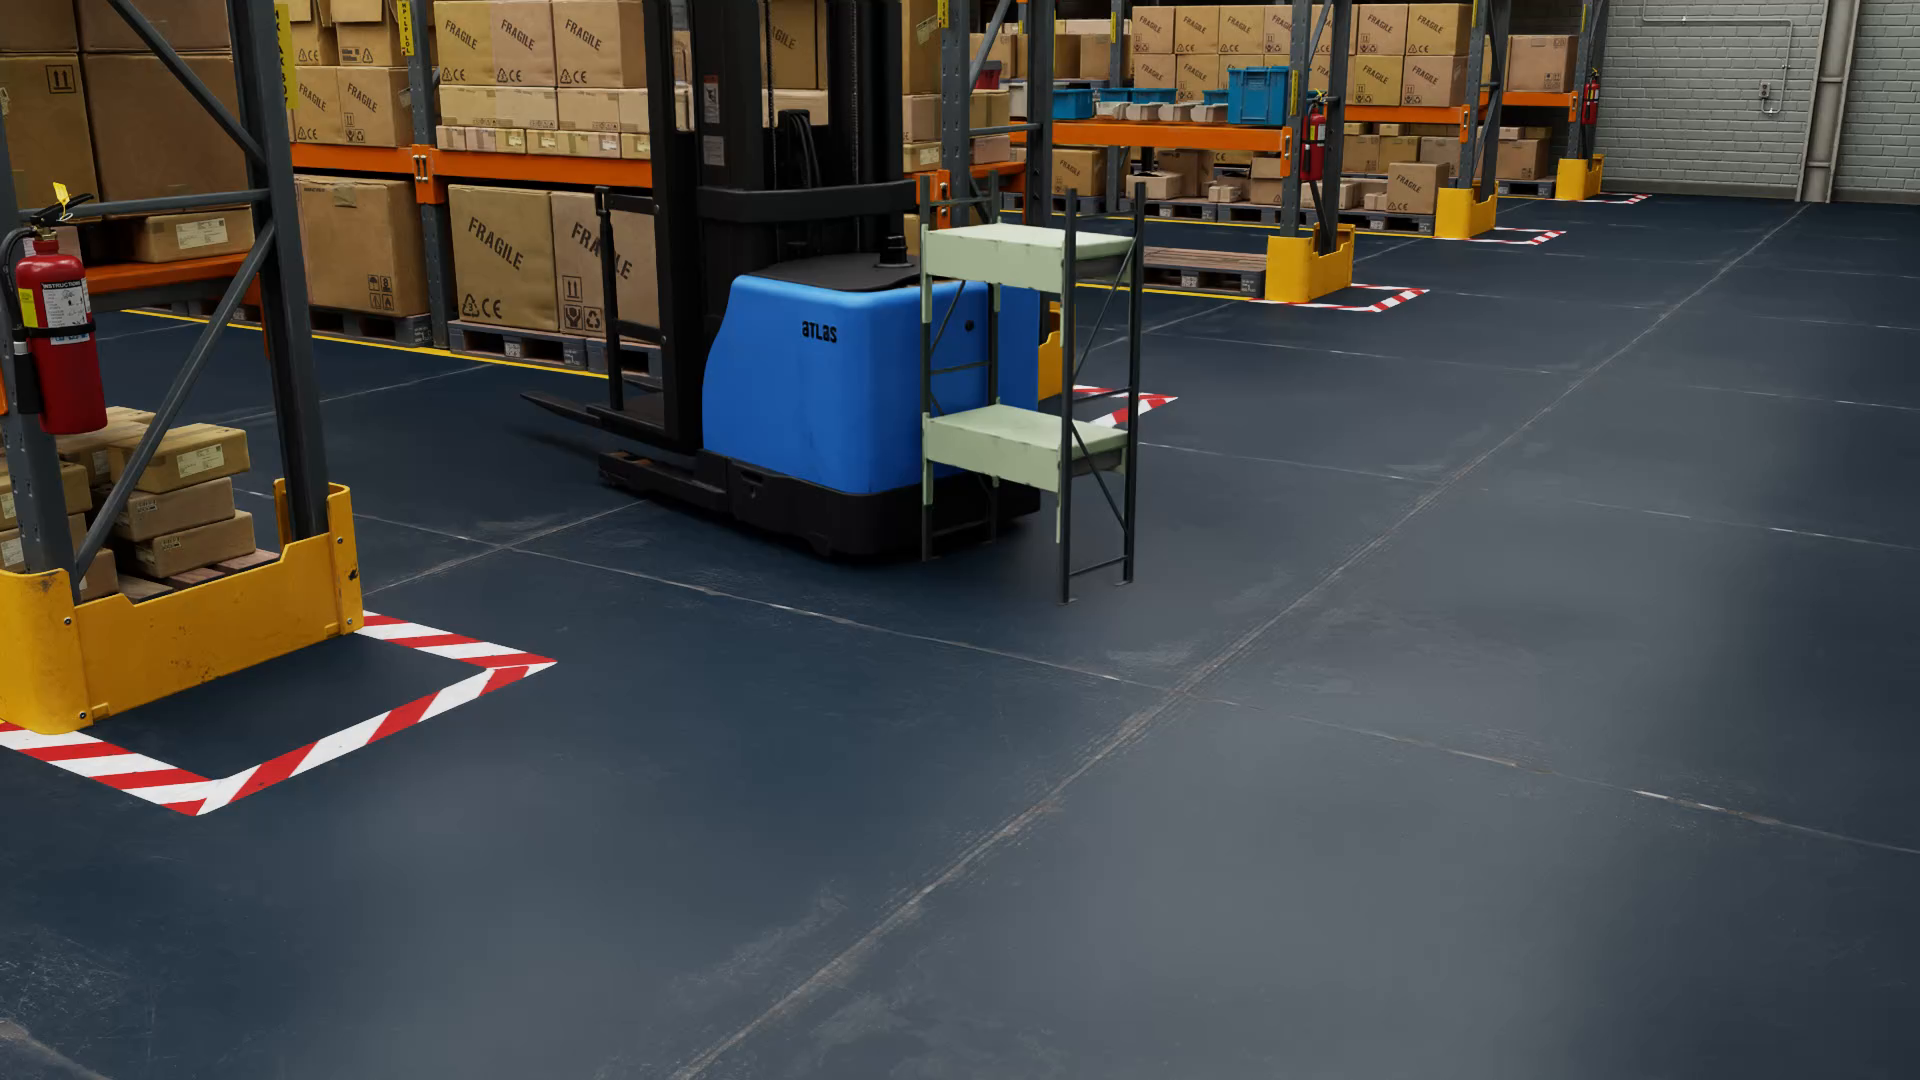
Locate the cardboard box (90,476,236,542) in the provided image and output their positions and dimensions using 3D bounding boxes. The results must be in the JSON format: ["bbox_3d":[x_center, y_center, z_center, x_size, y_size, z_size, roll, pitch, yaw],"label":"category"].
[{"bbox_3d":[-2.781,-0.127,5.809,0.250,0.149,0.380,11,20,32],"label":"cardboard box"}]

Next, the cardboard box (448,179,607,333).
[{"bbox_3d":[-2.675,-1.890,10.875,0.875,0.875,0.875,10,20,30],"label":"cardboard box"}]

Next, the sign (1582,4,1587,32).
[{"bbox_3d":[7.694,-6.433,20.498,0.005,0.325,0.100,10,20,30],"label":"sign"}]

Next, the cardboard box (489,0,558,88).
[{"bbox_3d":[-2.505,-3.042,10.192,0.500,0.500,0.500,10,20,30],"label":"cardboard box"}]

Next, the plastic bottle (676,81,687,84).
[{"bbox_3d":[-2.630,-4.245,15.908,0.135,0.276,0.152,10,20,30],"label":"plastic bottle"}]

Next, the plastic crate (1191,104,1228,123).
[{"bbox_3d":[2.016,-3.426,13.349,0.243,0.136,0.396,10,20,30],"label":"plastic crate"}]

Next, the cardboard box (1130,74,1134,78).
[{"bbox_3d":[2.645,-6.666,24.063,0.250,0.149,0.380,10,20,30],"label":"cardboard box"}]

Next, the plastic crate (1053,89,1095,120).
[{"bbox_3d":[0.921,-3.642,13.894,0.300,0.233,0.416,10,20,30],"label":"plastic crate"}]

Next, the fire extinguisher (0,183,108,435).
[{"bbox_3d":[-2.496,-0.636,4.590,0.183,0.674,0.296,10,20,30],"label":"fire extinguisher"}]

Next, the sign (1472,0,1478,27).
[{"bbox_3d":[5.093,-5.241,16.439,0.005,0.325,0.100,10,20,30],"label":"sign"}]

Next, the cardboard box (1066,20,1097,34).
[{"bbox_3d":[1.883,-7.459,24.266,0.500,0.250,0.500,10,19,29],"label":"cardboard box"}]

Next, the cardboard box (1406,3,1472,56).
[{"bbox_3d":[4.878,-5.196,16.934,0.500,0.500,0.500,10,20,30],"label":"cardboard box"}]

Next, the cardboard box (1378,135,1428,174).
[{"bbox_3d":[6.028,-5.216,22.470,0.500,0.500,0.700,11,20,31],"label":"cardboard box"}]

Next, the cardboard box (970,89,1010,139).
[{"bbox_3d":[-0.055,-2.428,9.459,0.500,0.250,0.500,10,19,29],"label":"cardboard box"}]

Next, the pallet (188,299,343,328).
[{"bbox_3d":[-4.936,-1.776,12.364,1.213,0.211,1.003,10,20,30],"label":"pallet"}]

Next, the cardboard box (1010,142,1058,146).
[{"bbox_3d":[0.855,-4.938,20.230,0.500,0.250,0.500,10,20,30],"label":"cardboard box"}]

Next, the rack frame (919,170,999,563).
[{"bbox_3d":[-0.001,-0.669,6.504,0.400,1.500,0.023,-16,23,-42],"label":"rack frame"}]

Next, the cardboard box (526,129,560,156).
[{"bbox_3d":[-2.444,-2.459,10.247,0.250,0.149,0.380,10,19,29],"label":"cardboard box"}]

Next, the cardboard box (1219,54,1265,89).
[{"bbox_3d":[3.147,-5.028,18.100,0.500,0.500,0.500,10,20,30],"label":"cardboard box"}]

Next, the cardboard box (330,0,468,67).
[{"bbox_3d":[-3.744,-3.449,11.176,0.637,0.503,0.797,10,19,29],"label":"cardboard box"}]

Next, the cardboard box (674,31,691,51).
[{"bbox_3d":[-4.542,-8.323,28.054,0.500,0.500,0.500,9,19,28],"label":"cardboard box"}]

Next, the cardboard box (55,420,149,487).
[{"bbox_3d":[-3.035,-0.302,5.873,0.250,0.149,0.380,11,20,31],"label":"cardboard box"}]

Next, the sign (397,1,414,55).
[{"bbox_3d":[-3.471,-3.206,10.419,0.005,0.325,0.100,10,20,30],"label":"sign"}]

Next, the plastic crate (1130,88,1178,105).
[{"bbox_3d":[1.645,-3.712,14.126,0.300,0.233,0.416,10,20,30],"label":"plastic crate"}]

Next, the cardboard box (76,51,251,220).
[{"bbox_3d":[-2.707,-1.331,5.419,0.500,0.500,0.500,11,20,33],"label":"cardboard box"}]

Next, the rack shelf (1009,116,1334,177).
[{"bbox_3d":[1.101,-3.404,14.165,4.000,0.370,1.077,10,20,30],"label":"rack shelf"}]

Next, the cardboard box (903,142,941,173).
[{"bbox_3d":[-0.263,-2.070,8.967,0.250,0.149,0.380,11,20,31],"label":"cardboard box"}]

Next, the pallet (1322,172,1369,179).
[{"bbox_3d":[5.189,-5.037,23.100,1.213,0.211,1.003,10,20,30],"label":"pallet"}]

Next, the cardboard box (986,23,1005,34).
[{"bbox_3d":[0.581,-7.774,25.267,0.250,0.149,0.380,7,18,21],"label":"cardboard box"}]

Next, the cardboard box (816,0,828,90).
[{"bbox_3d":[-0.481,-2.863,9.601,0.500,0.500,0.500,10,19,29],"label":"cardboard box"}]

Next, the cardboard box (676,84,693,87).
[{"bbox_3d":[-1.804,-2.739,10.482,0.500,0.250,0.500,11,20,31],"label":"cardboard box"}]

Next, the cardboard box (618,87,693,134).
[{"bbox_3d":[-1.650,-2.529,9.792,0.500,0.250,0.500,10,20,30],"label":"cardboard box"}]

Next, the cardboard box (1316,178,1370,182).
[{"bbox_3d":[4.234,-3.870,18.435,0.500,0.250,0.500,10,20,30],"label":"cardboard box"}]

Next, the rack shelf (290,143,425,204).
[{"bbox_3d":[-4.900,-2.786,12.129,4.000,0.370,1.077,10,20,30],"label":"rack shelf"}]

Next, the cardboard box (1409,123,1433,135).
[{"bbox_3d":[6.256,-5.556,22.474,0.250,0.149,0.380,10,19,29],"label":"cardboard box"}]

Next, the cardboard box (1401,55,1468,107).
[{"bbox_3d":[4.877,-4.719,17.083,0.500,0.500,0.500,11,20,32],"label":"cardboard box"}]

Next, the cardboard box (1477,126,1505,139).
[{"bbox_3d":[6.918,-5.308,21.656,0.250,0.149,0.380,11,20,32],"label":"cardboard box"}]

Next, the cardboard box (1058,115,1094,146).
[{"bbox_3d":[1.731,-6.143,24.918,0.750,0.750,0.750,10,19,29],"label":"cardboard box"}]

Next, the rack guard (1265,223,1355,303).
[{"bbox_3d":[2.833,-2.248,13.420,0.348,0.500,1.175,10,20,30],"label":"rack guard"}]

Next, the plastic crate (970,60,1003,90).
[{"bbox_3d":[0.026,-3.914,14.392,0.583,0.464,0.402,10,20,30],"label":"plastic crate"}]

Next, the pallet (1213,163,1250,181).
[{"bbox_3d":[3.885,-5.271,23.869,1.213,0.211,1.003,10,20,30],"label":"pallet"}]

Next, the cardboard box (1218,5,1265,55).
[{"bbox_3d":[3.124,-5.507,17.957,0.500,0.500,0.500,9,19,28],"label":"cardboard box"}]

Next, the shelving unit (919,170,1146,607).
[{"bbox_3d":[0.255,-0.593,6.253,0.431,1.500,0.755,-16,23,-42],"label":"shelving unit"}]

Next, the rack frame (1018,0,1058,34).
[{"bbox_3d":[1.173,-7.115,25.142,0.127,3.000,1.000,10,20,30],"label":"rack frame"}]

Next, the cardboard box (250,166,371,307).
[{"bbox_3d":[-4.513,-2.238,12.022,0.875,0.875,1.225,9,19,28],"label":"cardboard box"}]

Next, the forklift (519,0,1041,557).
[{"bbox_3d":[-1.021,-1.691,7.404,1.130,2.935,3.031,-15,22,-40],"label":"forklift"}]

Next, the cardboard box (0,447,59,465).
[{"bbox_3d":[-3.236,-0.196,5.525,0.250,0.149,0.380,11,20,31],"label":"cardboard box"}]

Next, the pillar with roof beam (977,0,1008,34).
[{"bbox_3d":[-1.735,-9.331,22.116,0.400,9.000,9.100,10,20,30],"label":"pillar with roof beam"}]

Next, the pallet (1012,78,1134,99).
[{"bbox_3d":[1.368,-5.335,19.615,1.213,0.211,1.003,10,20,30],"label":"pallet"}]

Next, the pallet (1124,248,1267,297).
[{"bbox_3d":[2.123,-2.245,13.908,1.213,0.211,1.003,10,20,30],"label":"pallet"}]

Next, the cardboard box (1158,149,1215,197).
[{"bbox_3d":[2.626,-4.277,19.344,0.500,0.500,0.500,10,20,30],"label":"cardboard box"}]

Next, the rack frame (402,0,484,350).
[{"bbox_3d":[-3.195,-2.826,11.023,0.127,3.000,1.000,10,20,30],"label":"rack frame"}]

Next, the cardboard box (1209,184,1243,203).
[{"bbox_3d":[2.979,-3.887,18.635,0.250,0.166,0.380,10,20,30],"label":"cardboard box"}]
